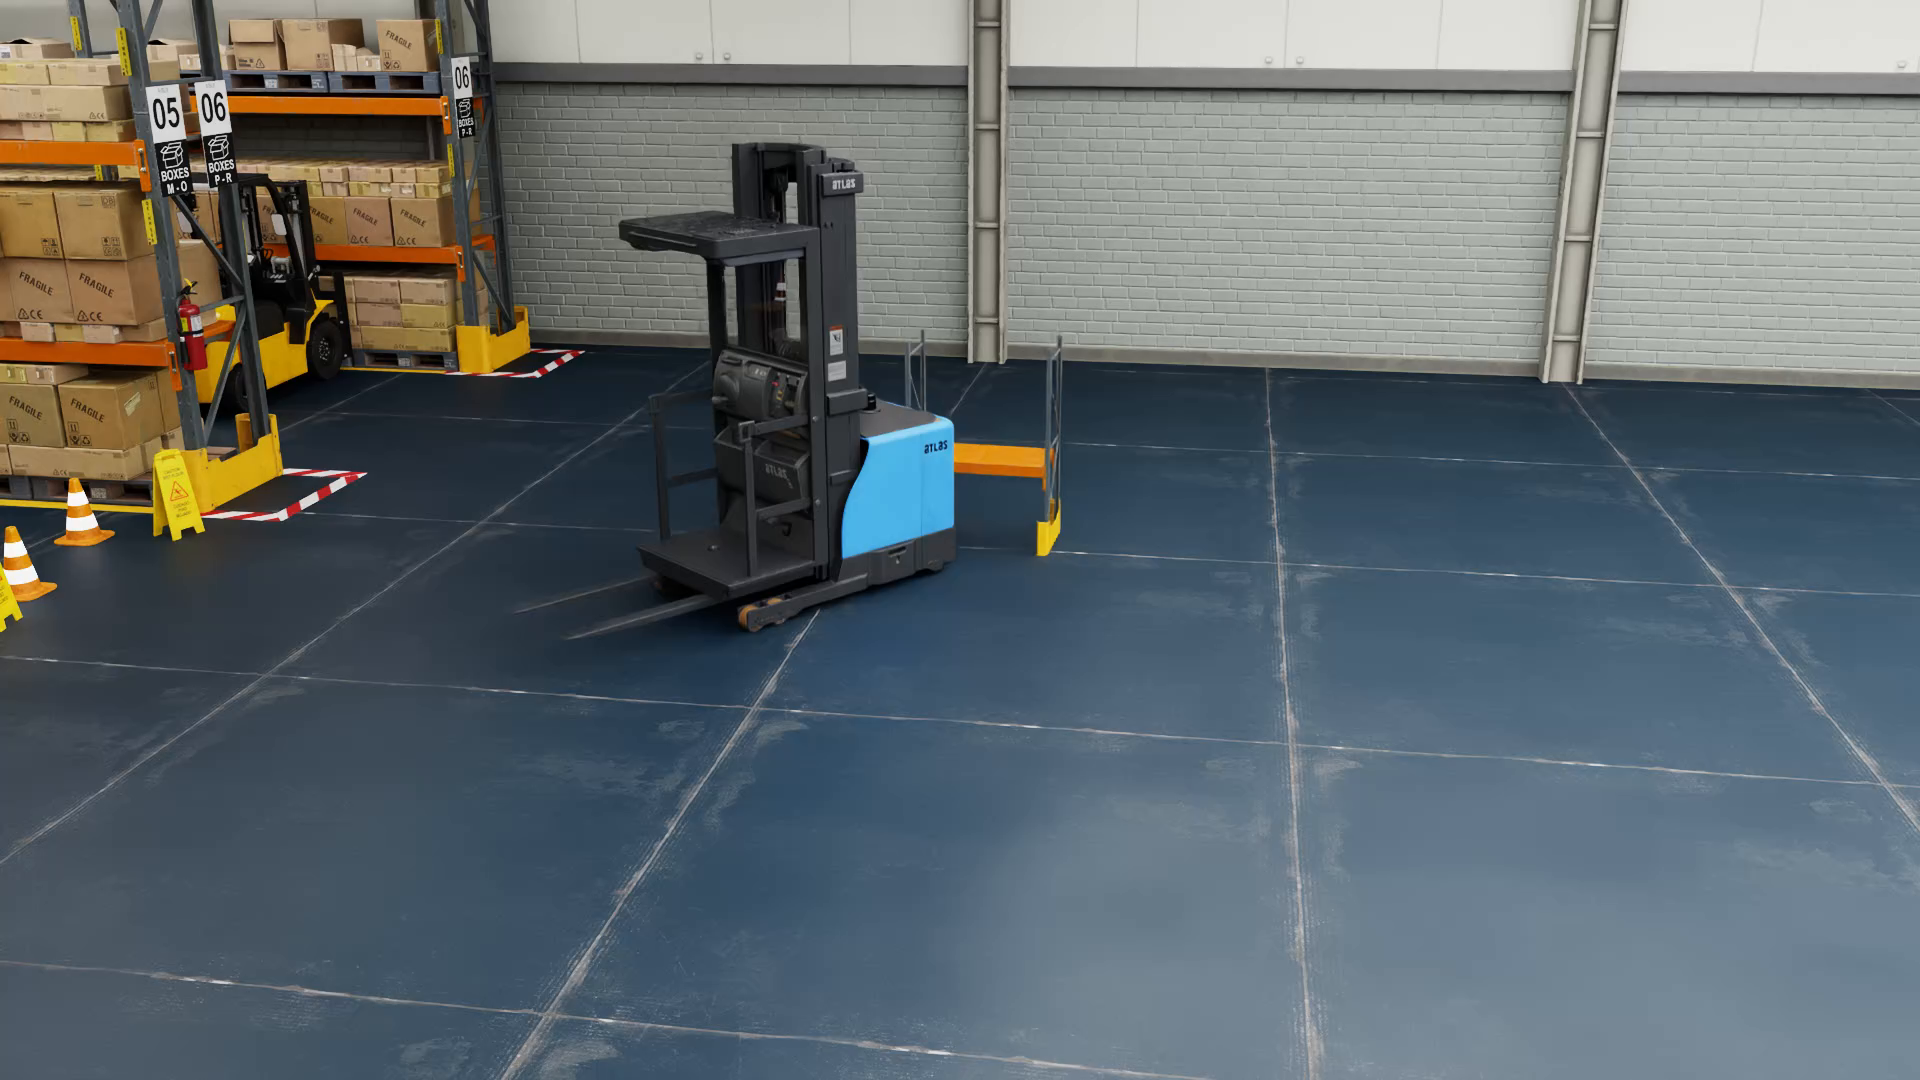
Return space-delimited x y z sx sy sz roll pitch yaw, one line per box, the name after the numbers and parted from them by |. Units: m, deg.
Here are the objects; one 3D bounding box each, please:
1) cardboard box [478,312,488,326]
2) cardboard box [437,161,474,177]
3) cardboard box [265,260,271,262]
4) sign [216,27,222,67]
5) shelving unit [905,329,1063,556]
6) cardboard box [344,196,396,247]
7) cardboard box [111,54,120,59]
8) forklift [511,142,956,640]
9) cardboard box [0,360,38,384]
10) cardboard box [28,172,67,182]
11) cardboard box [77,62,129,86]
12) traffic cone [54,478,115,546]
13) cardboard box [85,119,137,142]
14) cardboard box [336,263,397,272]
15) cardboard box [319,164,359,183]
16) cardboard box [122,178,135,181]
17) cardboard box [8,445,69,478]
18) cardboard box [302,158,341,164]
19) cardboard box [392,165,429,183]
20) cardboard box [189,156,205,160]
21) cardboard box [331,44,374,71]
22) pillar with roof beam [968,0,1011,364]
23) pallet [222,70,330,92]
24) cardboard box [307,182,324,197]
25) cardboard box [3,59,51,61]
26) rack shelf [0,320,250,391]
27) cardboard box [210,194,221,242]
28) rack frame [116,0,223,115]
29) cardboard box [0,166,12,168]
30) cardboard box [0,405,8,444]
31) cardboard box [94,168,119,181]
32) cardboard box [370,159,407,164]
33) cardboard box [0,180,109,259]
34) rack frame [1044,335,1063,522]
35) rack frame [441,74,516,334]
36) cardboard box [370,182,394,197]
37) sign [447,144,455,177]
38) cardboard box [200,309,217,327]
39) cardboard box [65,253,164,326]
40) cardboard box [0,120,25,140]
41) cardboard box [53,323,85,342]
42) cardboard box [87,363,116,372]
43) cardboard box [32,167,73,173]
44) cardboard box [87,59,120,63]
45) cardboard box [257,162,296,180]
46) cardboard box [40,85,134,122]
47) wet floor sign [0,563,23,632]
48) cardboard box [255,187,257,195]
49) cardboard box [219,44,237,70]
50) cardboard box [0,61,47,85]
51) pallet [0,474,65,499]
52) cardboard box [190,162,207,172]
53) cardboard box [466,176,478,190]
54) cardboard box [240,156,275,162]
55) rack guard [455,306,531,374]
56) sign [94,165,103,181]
-5.531 -2.351 18.275 0.500 0.250 0.500 3 19 9 | cardboard box
-5.375 -3.950 17.733 0.250 0.149 0.380 3 19 8 | cardboard box
-8.008 -2.956 18.506 0.500 0.250 0.500 3 19 8 | cardboard box
-5.775 -3.822 12.893 0.005 0.325 0.100 3 19 9 | sign
-7.429 -1.246 13.191 16.433 1.800 1.500 4 19 12 | shelving unit
-6.116 -3.389 17.547 0.500 0.500 0.500 4 19 10 | cardboard box
-8.632 -5.004 17.379 0.250 0.149 0.380 3 19 10 | cardboard box
-1.451 -0.994 10.654 3.031 2.935 1.130 -16 25 -40 | forklift
-7.314 -1.343 13.057 0.250 0.149 0.380 3 19 10 | cardboard box
-9.890 -3.910 18.083 0.250 0.149 0.380 3 19 9 | cardboard box
-6.242 -3.421 12.212 0.250 0.149 0.380 3 19 9 | cardboard box
-6.490 -0.229 12.259 0.334 0.463 0.336 3 19 9 | traffic cone
-6.258 -3.049 12.356 0.250 0.149 0.380 3 19 9 | cardboard box
-6.508 -2.876 18.266 0.500 0.250 0.500 3 19 8 | cardboard box
-6.485 -3.840 17.403 0.250 0.149 0.380 3 19 10 | cardboard box
-8.754 -3.828 17.837 0.250 0.149 0.380 3 19 8 | cardboard box
-7.212 -0.695 13.325 0.500 0.250 0.500 3 19 9 | cardboard box
-6.898 -4.037 17.992 0.250 0.149 0.380 3 19 9 | cardboard box
-5.713 -3.821 17.347 0.250 0.149 0.380 3 19 9 | cardboard box
-8.423 -4.121 18.242 0.250 0.149 0.380 2 19 7 | cardboard box
-6.194 -4.935 16.990 0.258 0.266 0.396 3 19 9 | cardboard box
-0.381 -4.882 12.712 0.400 9.000 9.100 3 19 9 | pillar with roof beam
-6.980 -4.855 17.498 1.213 0.211 1.003 3 19 9 | pallet
-6.735 -3.712 17.489 0.250 0.149 0.380 3 19 9 | cardboard box
-7.164 -3.636 12.855 0.250 0.149 0.380 3 19 8 | cardboard box
-7.836 -1.574 13.415 4.000 0.370 1.077 3 19 9 | rack shelf
-7.613 -3.469 17.785 0.500 0.500 0.500 3 19 8 | cardboard box
-5.861 -4.660 12.048 0.127 3.000 1.000 3 19 9 | rack frame
-10.838 -4.103 18.658 0.250 0.149 0.380 3 19 9 | cardboard box
-7.707 -1.077 13.285 0.500 0.500 0.500 2 19 7 | cardboard box
-9.340 -4.011 18.385 0.250 0.149 0.380 2 19 7 | cardboard box
-6.133 -4.000 17.881 0.250 0.149 0.380 3 19 9 | cardboard box
-6.899 -2.463 12.734 0.500 0.500 0.700 3 19 9 | cardboard box
-7.438 -1.240 13.171 16.425 1.800 1.457 4 19 12 | rack frame
-5.078 -3.370 17.648 0.127 3.000 1.000 3 19 9 | rack frame
-5.968 -3.691 17.426 0.250 0.149 0.380 3 19 10 | cardboard box
-5.177 -3.862 16.921 0.005 0.325 0.100 3 19 9 | sign
-6.164 -1.778 13.285 0.250 0.149 0.380 3 19 9 | cardboard box
-6.441 -1.944 12.761 0.500 0.500 0.500 3 19 8 | cardboard box
-7.005 -3.109 12.535 0.250 0.149 0.380 3 19 9 | cardboard box
-6.782 -1.645 12.889 0.250 0.149 0.380 3 19 8 | cardboard box
-7.154 -1.219 13.709 0.500 0.500 0.500 2 19 7 | cardboard box
-10.099 -4.061 18.532 0.250 0.149 0.380 3 19 8 | cardboard box
-6.431 -3.586 12.705 0.250 0.149 0.380 3 19 8 | cardboard box
-7.226 -3.912 17.618 0.250 0.149 0.380 3 19 9 | cardboard box
-6.409 -3.249 12.325 0.500 0.250 0.500 3 19 8 | cardboard box
-6.204 0.239 10.573 0.232 0.644 0.267 0 19 -1 | wet floor sign
-7.495 -3.755 17.617 0.250 0.149 0.380 2 19 7 | cardboard box
-7.610 -5.007 17.205 0.258 0.266 0.396 2 19 7 | cardboard box
-6.988 -3.482 12.394 0.250 0.149 0.380 3 19 9 | cardboard box
-7.934 -0.610 13.795 1.213 0.211 1.003 3 19 9 | pallet
-7.996 -3.919 17.639 0.250 0.149 0.380 3 19 10 | cardboard box
-5.371 -3.824 17.823 0.250 0.149 0.380 2 19 7 | cardboard box
-7.649 -4.099 18.178 0.250 0.149 0.380 3 19 8 | cardboard box
-5.054 -2.184 18.041 0.348 0.500 1.175 3 19 9 | rack guard
-9.103 -3.913 17.569 0.005 0.325 0.100 3 19 9 | sign
